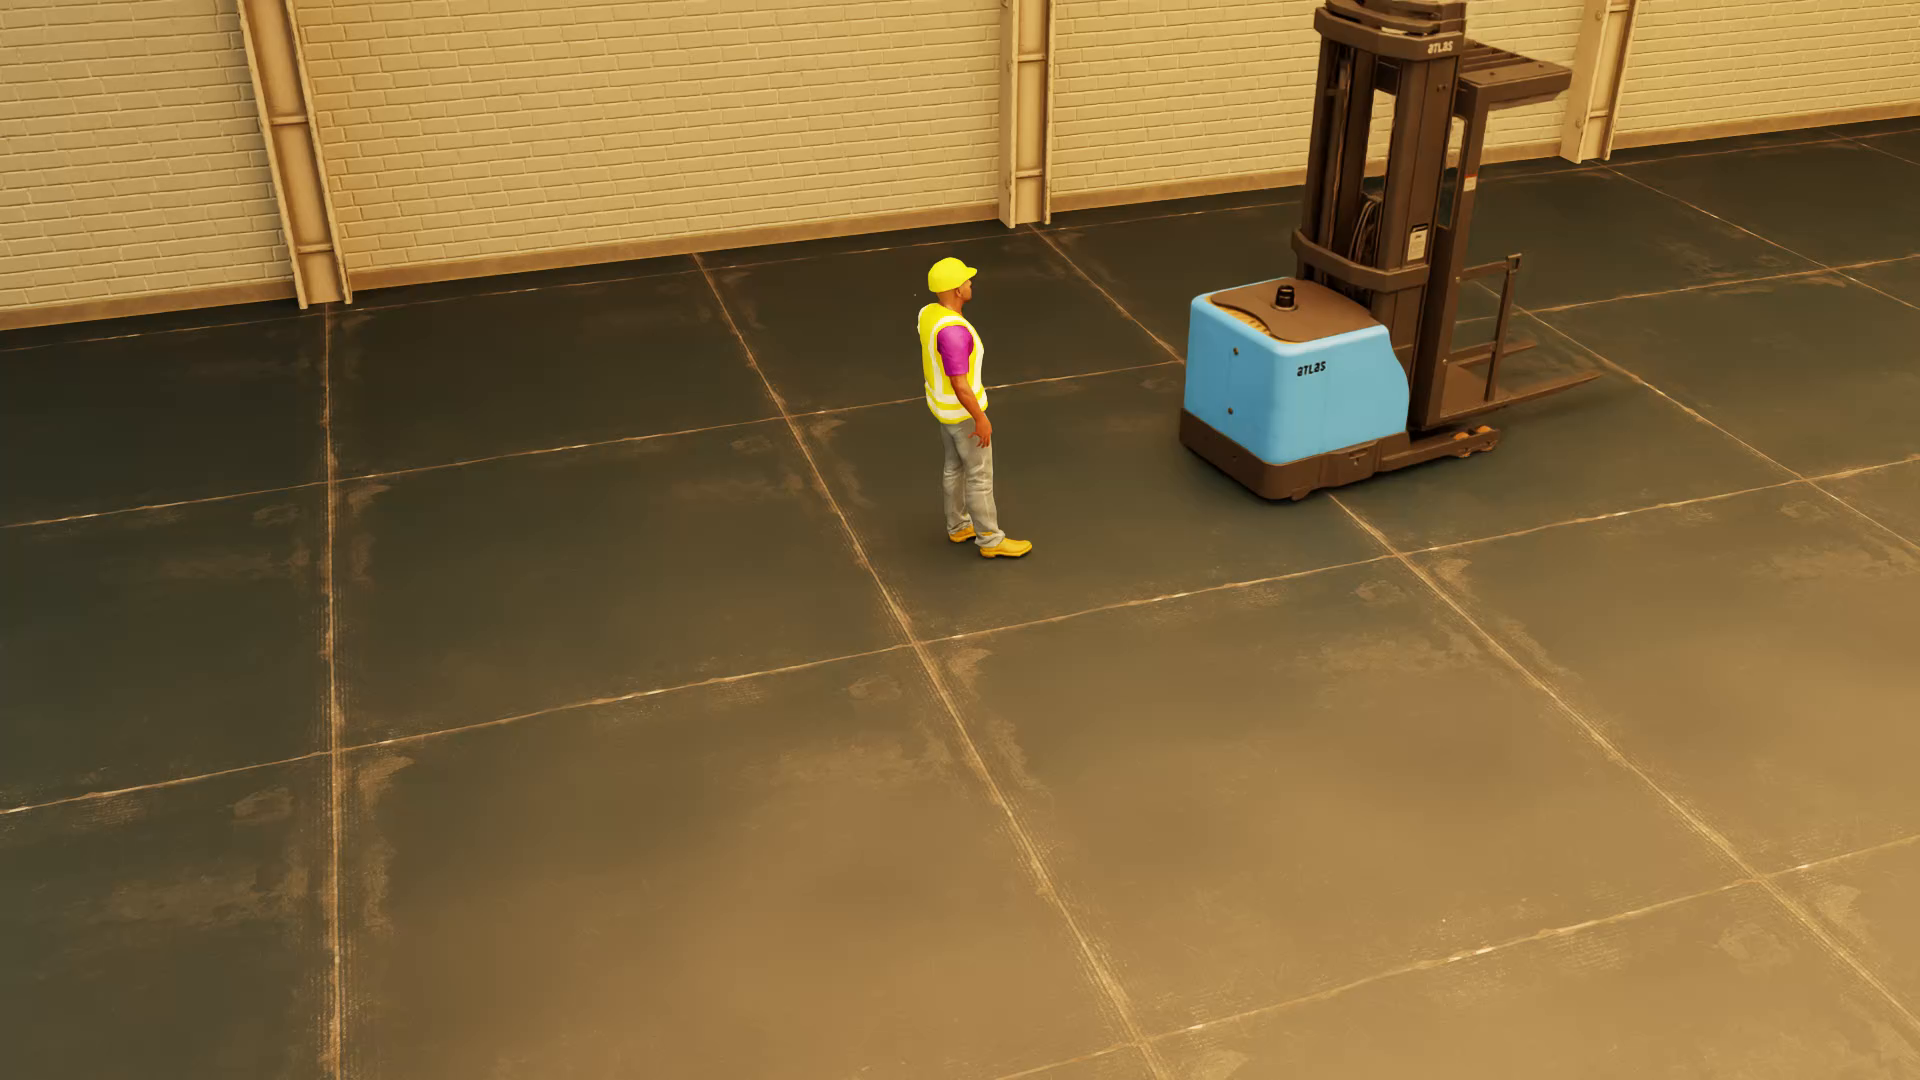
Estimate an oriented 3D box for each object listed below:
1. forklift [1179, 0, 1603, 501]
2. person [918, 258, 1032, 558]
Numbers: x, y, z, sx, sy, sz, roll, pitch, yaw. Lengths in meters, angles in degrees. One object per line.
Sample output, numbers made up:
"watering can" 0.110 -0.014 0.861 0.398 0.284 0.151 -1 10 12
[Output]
"forklift" 2.999 -2.028 10.612 3.031 2.935 1.130 -15 33 -24
"person" 0.068 -0.780 9.597 0.575 1.768 0.665 -10 31 -16
